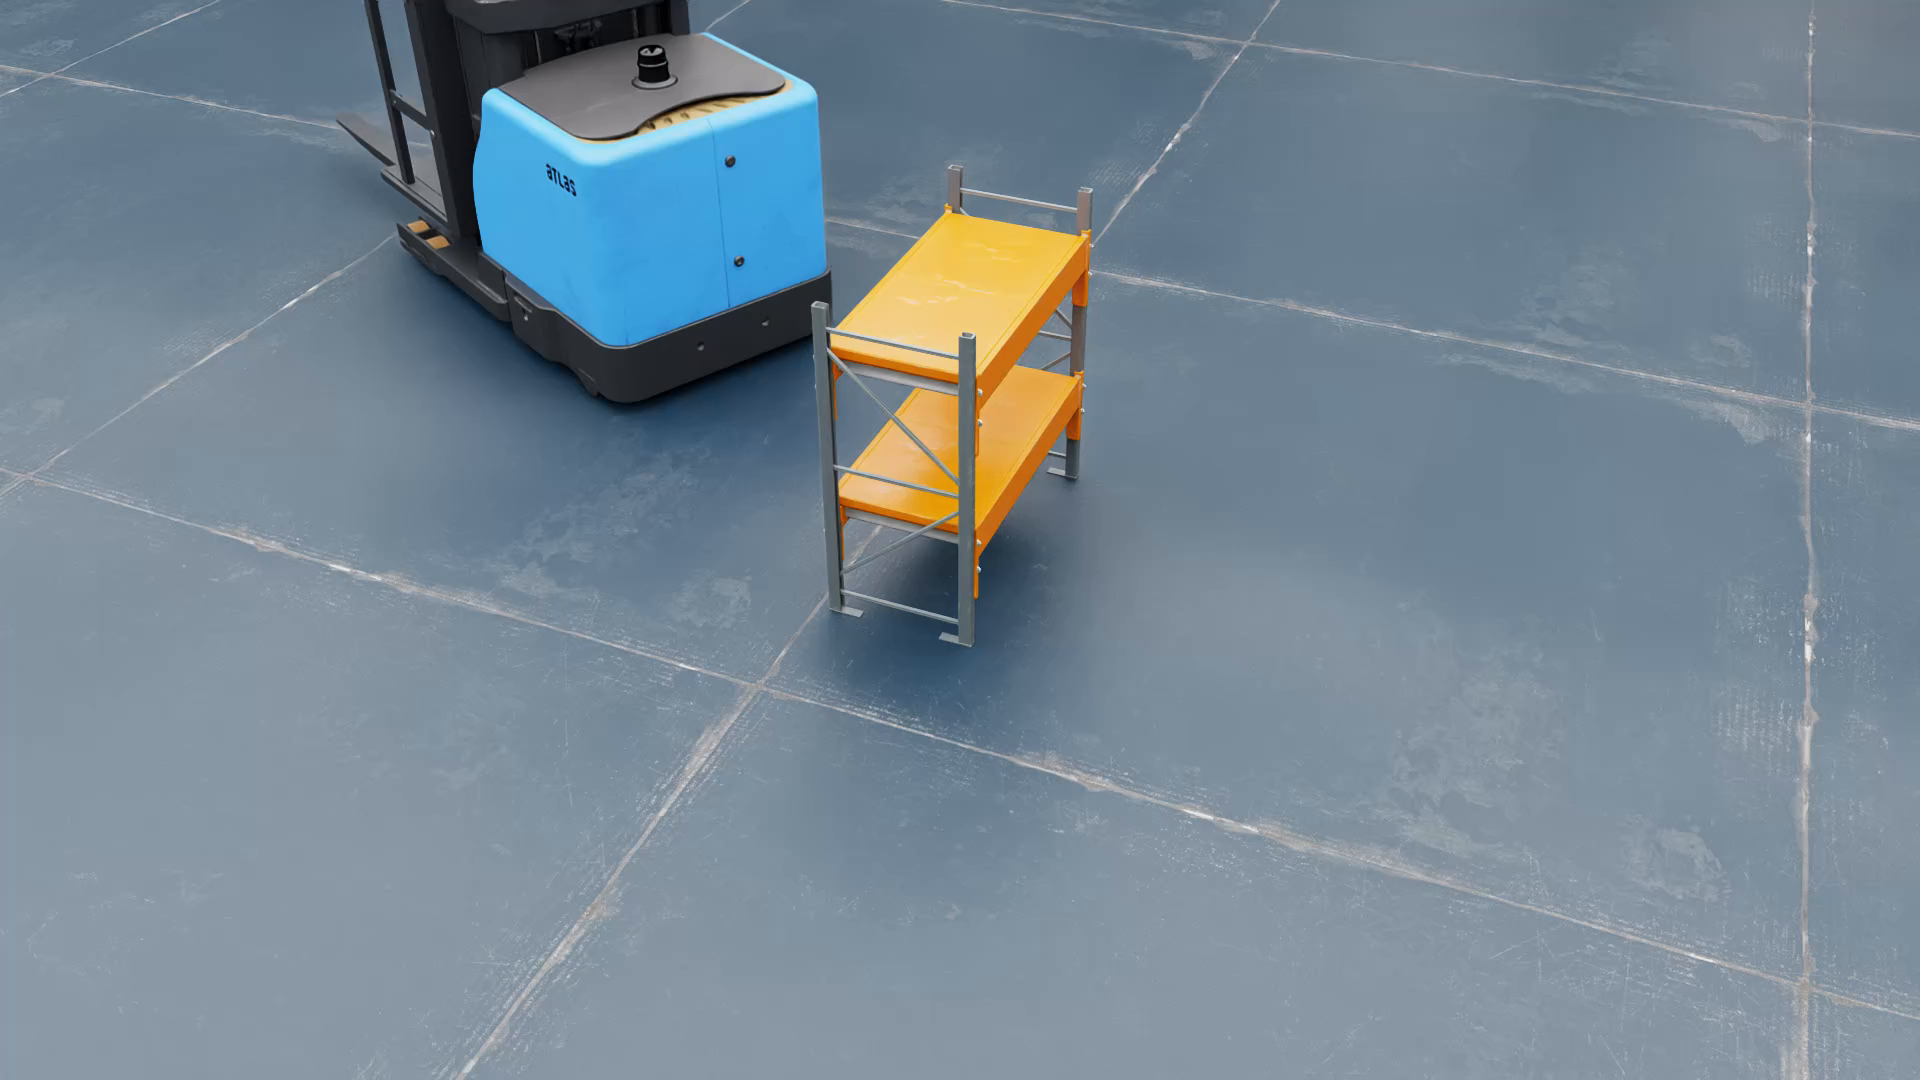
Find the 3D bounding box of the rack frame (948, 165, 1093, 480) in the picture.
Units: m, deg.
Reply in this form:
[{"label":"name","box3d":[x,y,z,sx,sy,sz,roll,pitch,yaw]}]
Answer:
[{"label":"rack frame","box3d":[0.196,-0.736,5.795,0.500,1.125,0.032,14,39,18]}]

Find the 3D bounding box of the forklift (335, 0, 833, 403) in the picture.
[{"label":"forklift","box3d":[-1.847,-2.510,6.661,1.130,2.935,3.031,-26,44,-31]}]

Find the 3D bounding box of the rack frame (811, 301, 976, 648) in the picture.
[{"label":"rack frame","box3d":[-0.191,-0.173,5.042,0.500,1.125,0.032,14,39,18]}]

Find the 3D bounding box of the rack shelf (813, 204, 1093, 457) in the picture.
[{"label":"rack shelf","box3d":[0.003,-0.689,5.243,0.538,0.278,1.000,14,39,18]}]

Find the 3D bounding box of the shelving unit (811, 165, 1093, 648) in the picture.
[{"label":"shelving unit","box3d":[0.003,-0.454,5.418,0.538,1.125,1.048,14,39,18]}]

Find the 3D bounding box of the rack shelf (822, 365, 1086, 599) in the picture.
[{"label":"rack shelf","box3d":[0.003,-0.258,5.565,0.538,0.278,1.000,14,39,18]}]
